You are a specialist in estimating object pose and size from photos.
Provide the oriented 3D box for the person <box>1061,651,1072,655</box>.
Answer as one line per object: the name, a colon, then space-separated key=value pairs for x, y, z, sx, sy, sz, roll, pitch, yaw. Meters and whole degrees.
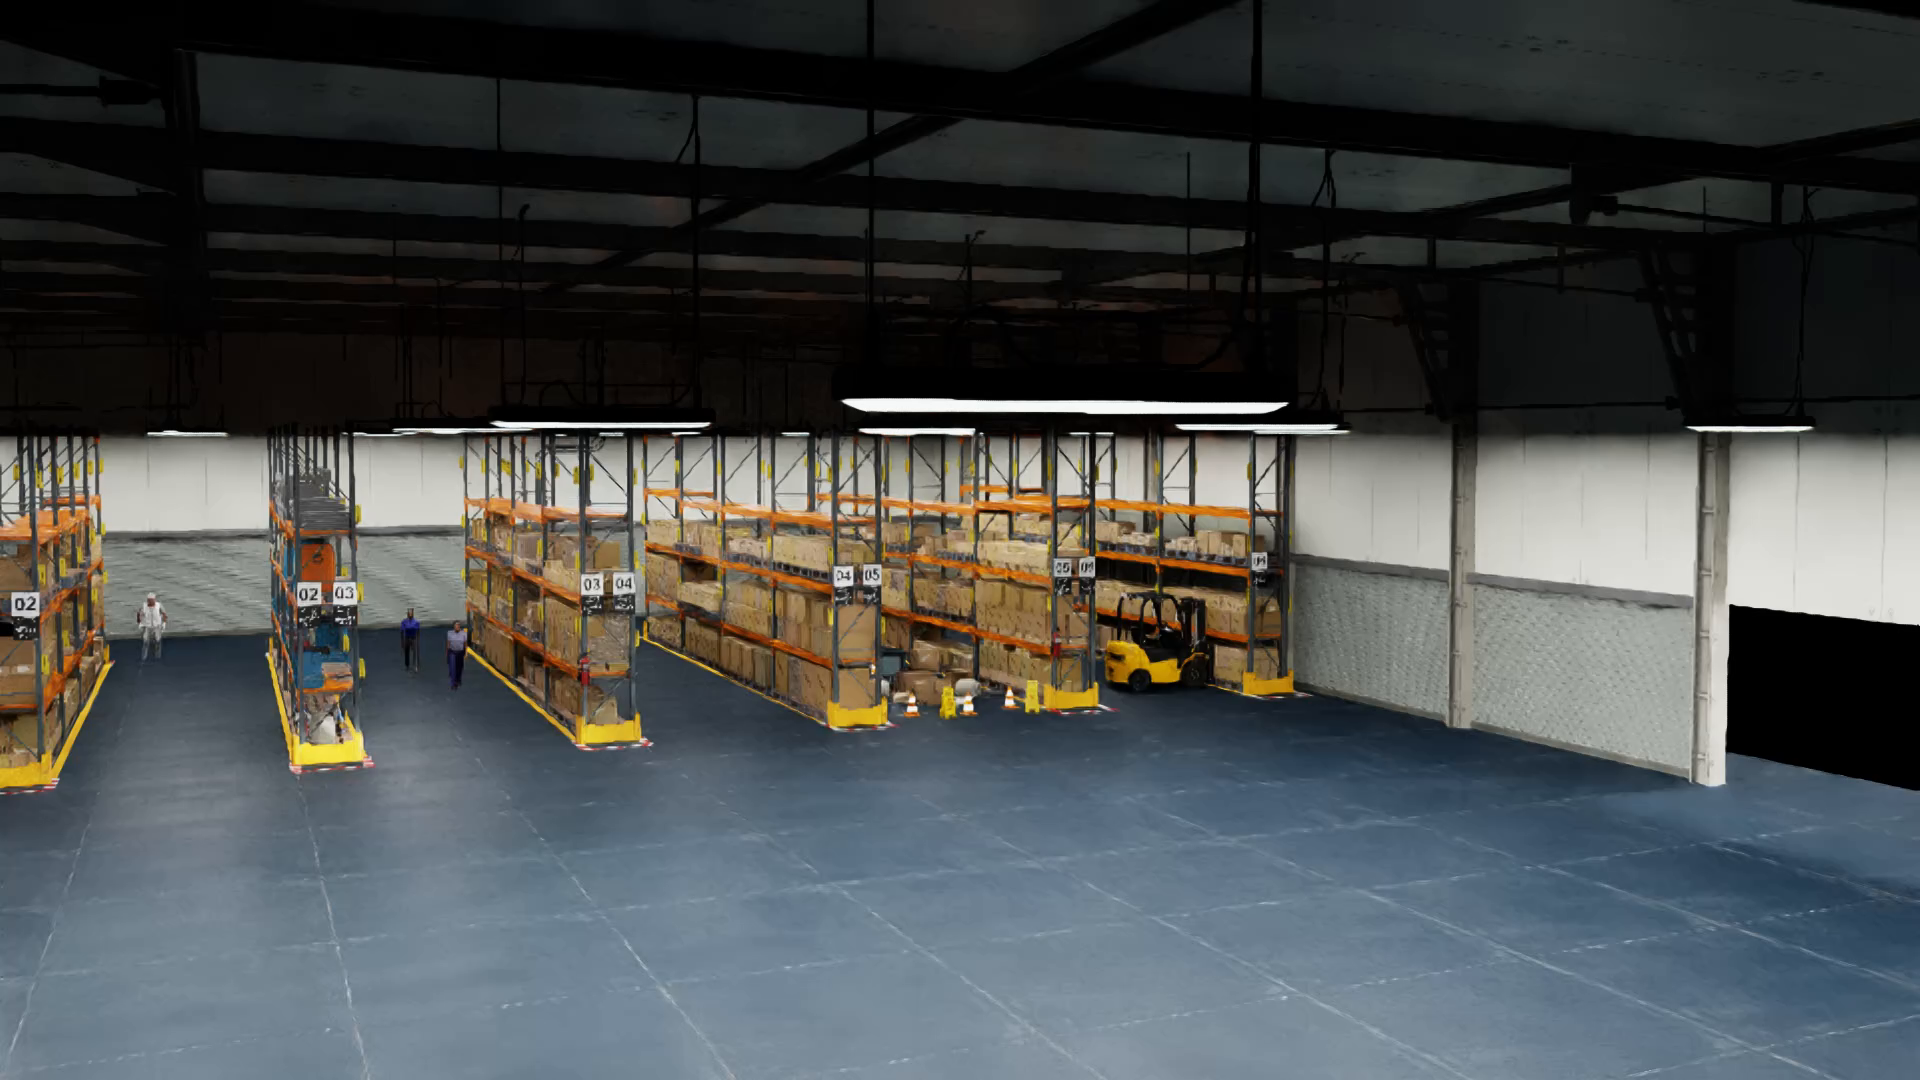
person: x=2.480 y=2.446 z=39.298 sx=0.595 sy=1.737 sz=0.449 roll=2 pitch=4 yaw=34

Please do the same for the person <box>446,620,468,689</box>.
person: x=-11.512 y=2.605 z=38.100 sx=0.478 sy=1.554 sz=1.093 roll=-2 pitch=4 yaw=-26

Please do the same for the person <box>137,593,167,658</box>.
person: x=-21.003 y=2.225 z=43.213 sx=0.702 sy=1.735 sz=0.549 roll=-2 pitch=4 yaw=-26

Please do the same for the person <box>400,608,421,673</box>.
person: x=-13.417 y=2.442 z=40.581 sx=0.447 sy=1.550 sz=1.088 roll=-1 pitch=4 yaw=-22
